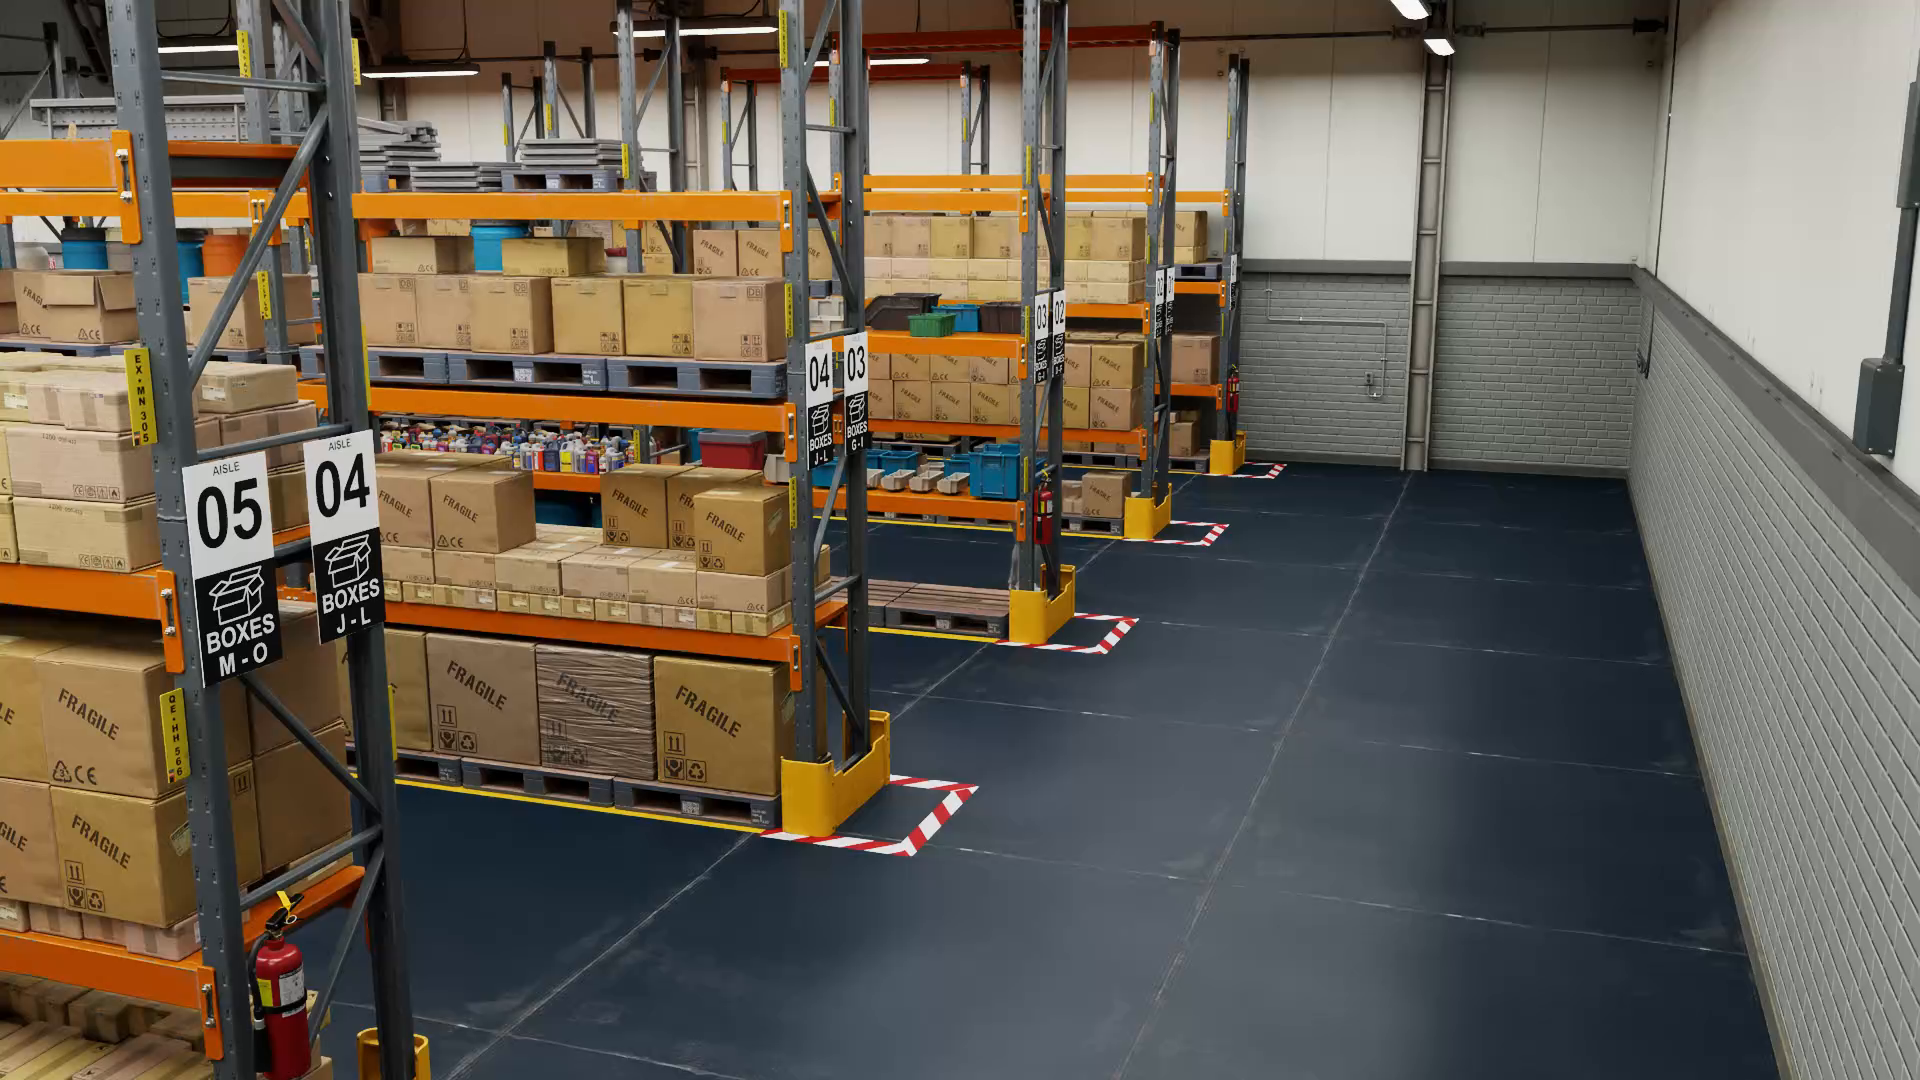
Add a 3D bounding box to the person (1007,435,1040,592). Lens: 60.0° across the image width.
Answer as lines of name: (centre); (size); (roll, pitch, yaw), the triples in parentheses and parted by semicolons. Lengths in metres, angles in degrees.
person: (0.714, -0.273, 17.280); (0.553, 1.662, 0.438); (-4, 12, -17)
